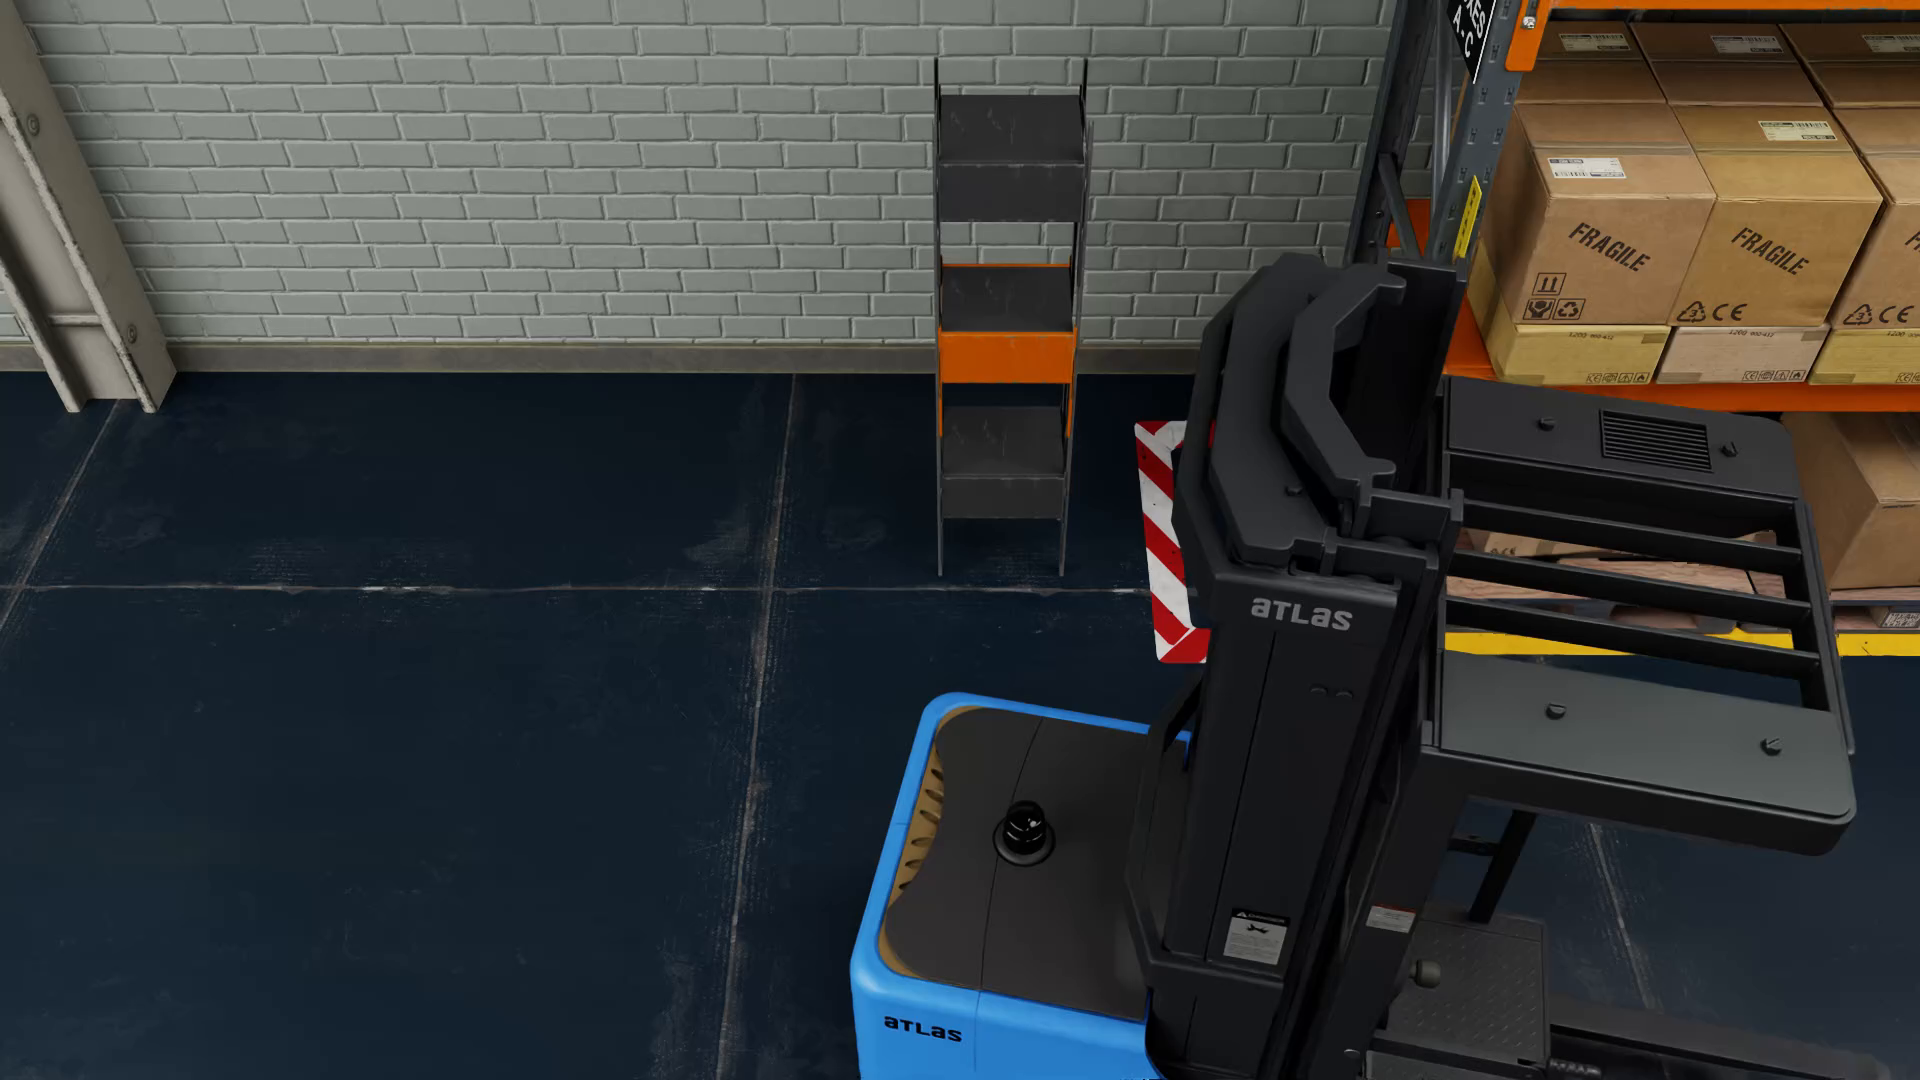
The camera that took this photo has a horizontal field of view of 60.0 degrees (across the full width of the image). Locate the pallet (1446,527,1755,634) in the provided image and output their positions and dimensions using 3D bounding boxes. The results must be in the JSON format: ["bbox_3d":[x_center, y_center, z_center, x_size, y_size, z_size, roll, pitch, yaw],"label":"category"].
[{"bbox_3d":[2.433,-0.074,6.756,1.213,0.211,1.003,0,47,0],"label":"pallet"}]

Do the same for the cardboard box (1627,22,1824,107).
[{"bbox_3d":[2.520,-1.410,5.670,0.500,0.500,0.500,1,47,1],"label":"cardboard box"}]

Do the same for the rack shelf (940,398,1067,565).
[{"bbox_3d":[0.166,-0.229,6.584,0.480,0.518,0.431,0,47,0],"label":"rack shelf"}]

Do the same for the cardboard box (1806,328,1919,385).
[{"bbox_3d":[3.060,-0.778,5.595,0.500,0.250,0.500,-1,47,0],"label":"cardboard box"}]

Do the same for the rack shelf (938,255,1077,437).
[{"bbox_3d":[0.166,-0.706,6.072,0.480,0.518,0.431,0,47,0],"label":"rack shelf"}]

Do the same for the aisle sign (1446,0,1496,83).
[{"bbox_3d":[1.472,-1.719,4.606,0.004,0.787,0.394,0,47,0],"label":"aisle sign"}]

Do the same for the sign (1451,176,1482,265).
[{"bbox_3d":[1.543,-0.951,5.075,0.005,0.325,0.100,0,47,0],"label":"sign"}]

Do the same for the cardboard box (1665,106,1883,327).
[{"bbox_3d":[2.515,-1.034,5.321,0.500,0.500,0.500,0,47,0],"label":"cardboard box"}]

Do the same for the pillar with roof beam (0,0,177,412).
[{"bbox_3d":[-3.768,-0.593,1.235,0.400,9.000,9.100,0,47,0],"label":"pillar with roof beam"}]

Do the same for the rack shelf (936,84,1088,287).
[{"bbox_3d":[0.166,-1.183,5.559,0.480,0.518,0.431,0,47,0],"label":"rack shelf"}]

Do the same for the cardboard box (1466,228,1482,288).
[{"bbox_3d":[2.013,-1.149,5.940,0.500,0.250,0.500,1,47,1],"label":"cardboard box"}]

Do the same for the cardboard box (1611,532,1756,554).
[{"bbox_3d":[2.806,-0.217,6.520,0.500,0.311,0.500,4,47,3],"label":"cardboard box"}]

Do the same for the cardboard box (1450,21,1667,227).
[{"bbox_3d":[2.017,-1.418,5.678,0.500,0.500,0.500,0,47,0],"label":"cardboard box"}]

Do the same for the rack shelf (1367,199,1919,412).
[{"bbox_3d":[3.545,-0.802,6.020,4.000,0.370,1.077,0,47,0],"label":"rack shelf"}]

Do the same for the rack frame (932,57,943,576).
[{"bbox_3d":[-0.078,-0.716,6.062,0.015,2.100,0.400,0,47,0],"label":"rack frame"}]

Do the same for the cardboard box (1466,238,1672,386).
[{"bbox_3d":[2.031,-0.775,5.592,0.500,0.250,0.500,-1,47,-1],"label":"cardboard box"}]

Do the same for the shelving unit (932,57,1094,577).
[{"bbox_3d":[0.166,-0.715,6.062,0.503,2.100,0.431,0,47,0],"label":"shelving unit"}]

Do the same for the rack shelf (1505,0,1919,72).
[{"bbox_3d":[3.545,-1.824,4.922,4.000,0.370,1.077,0,47,0],"label":"rack shelf"}]

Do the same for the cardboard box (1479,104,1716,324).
[{"bbox_3d":[2.021,-1.043,5.329,0.500,0.500,0.500,0,47,0],"label":"cardboard box"}]

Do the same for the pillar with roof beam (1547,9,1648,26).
[{"bbox_3d":[2.232,-0.577,1.220,0.400,9.000,9.100,0,47,0],"label":"pillar with roof beam"}]

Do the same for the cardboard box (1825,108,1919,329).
[{"bbox_3d":[3.032,-1.028,5.315,0.500,0.500,0.500,-1,47,-1],"label":"cardboard box"}]

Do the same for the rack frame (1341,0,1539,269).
[{"bbox_3d":[1.545,-1.053,5.761,0.127,3.000,1.000,0,47,0],"label":"rack frame"}]

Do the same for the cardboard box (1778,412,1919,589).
[{"bbox_3d":[3.540,-0.243,6.415,0.500,0.500,0.700,-3,47,-2],"label":"cardboard box"}]

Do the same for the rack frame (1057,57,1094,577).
[{"bbox_3d":[0.410,-0.714,6.061,0.015,2.100,0.400,0,47,0],"label":"rack frame"}]

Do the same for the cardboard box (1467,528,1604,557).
[{"bbox_3d":[2.236,-0.219,6.522,0.500,0.311,0.500,-5,47,-4],"label":"cardboard box"}]

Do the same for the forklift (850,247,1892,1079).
[{"bbox_3d":[1.267,0.750,4.130,3.031,2.935,1.130,9,48,8],"label":"forklift"}]

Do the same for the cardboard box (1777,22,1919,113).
[{"bbox_3d":[3.037,-1.411,5.672,0.500,0.500,0.500,-1,47,-1],"label":"cardboard box"}]

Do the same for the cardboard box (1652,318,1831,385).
[{"bbox_3d":[2.551,-0.784,5.600,0.500,0.250,0.500,-1,47,-1],"label":"cardboard box"}]

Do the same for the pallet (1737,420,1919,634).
[{"bbox_3d":[3.650,-0.069,6.751,1.213,0.211,1.003,0,47,0],"label":"pallet"}]
